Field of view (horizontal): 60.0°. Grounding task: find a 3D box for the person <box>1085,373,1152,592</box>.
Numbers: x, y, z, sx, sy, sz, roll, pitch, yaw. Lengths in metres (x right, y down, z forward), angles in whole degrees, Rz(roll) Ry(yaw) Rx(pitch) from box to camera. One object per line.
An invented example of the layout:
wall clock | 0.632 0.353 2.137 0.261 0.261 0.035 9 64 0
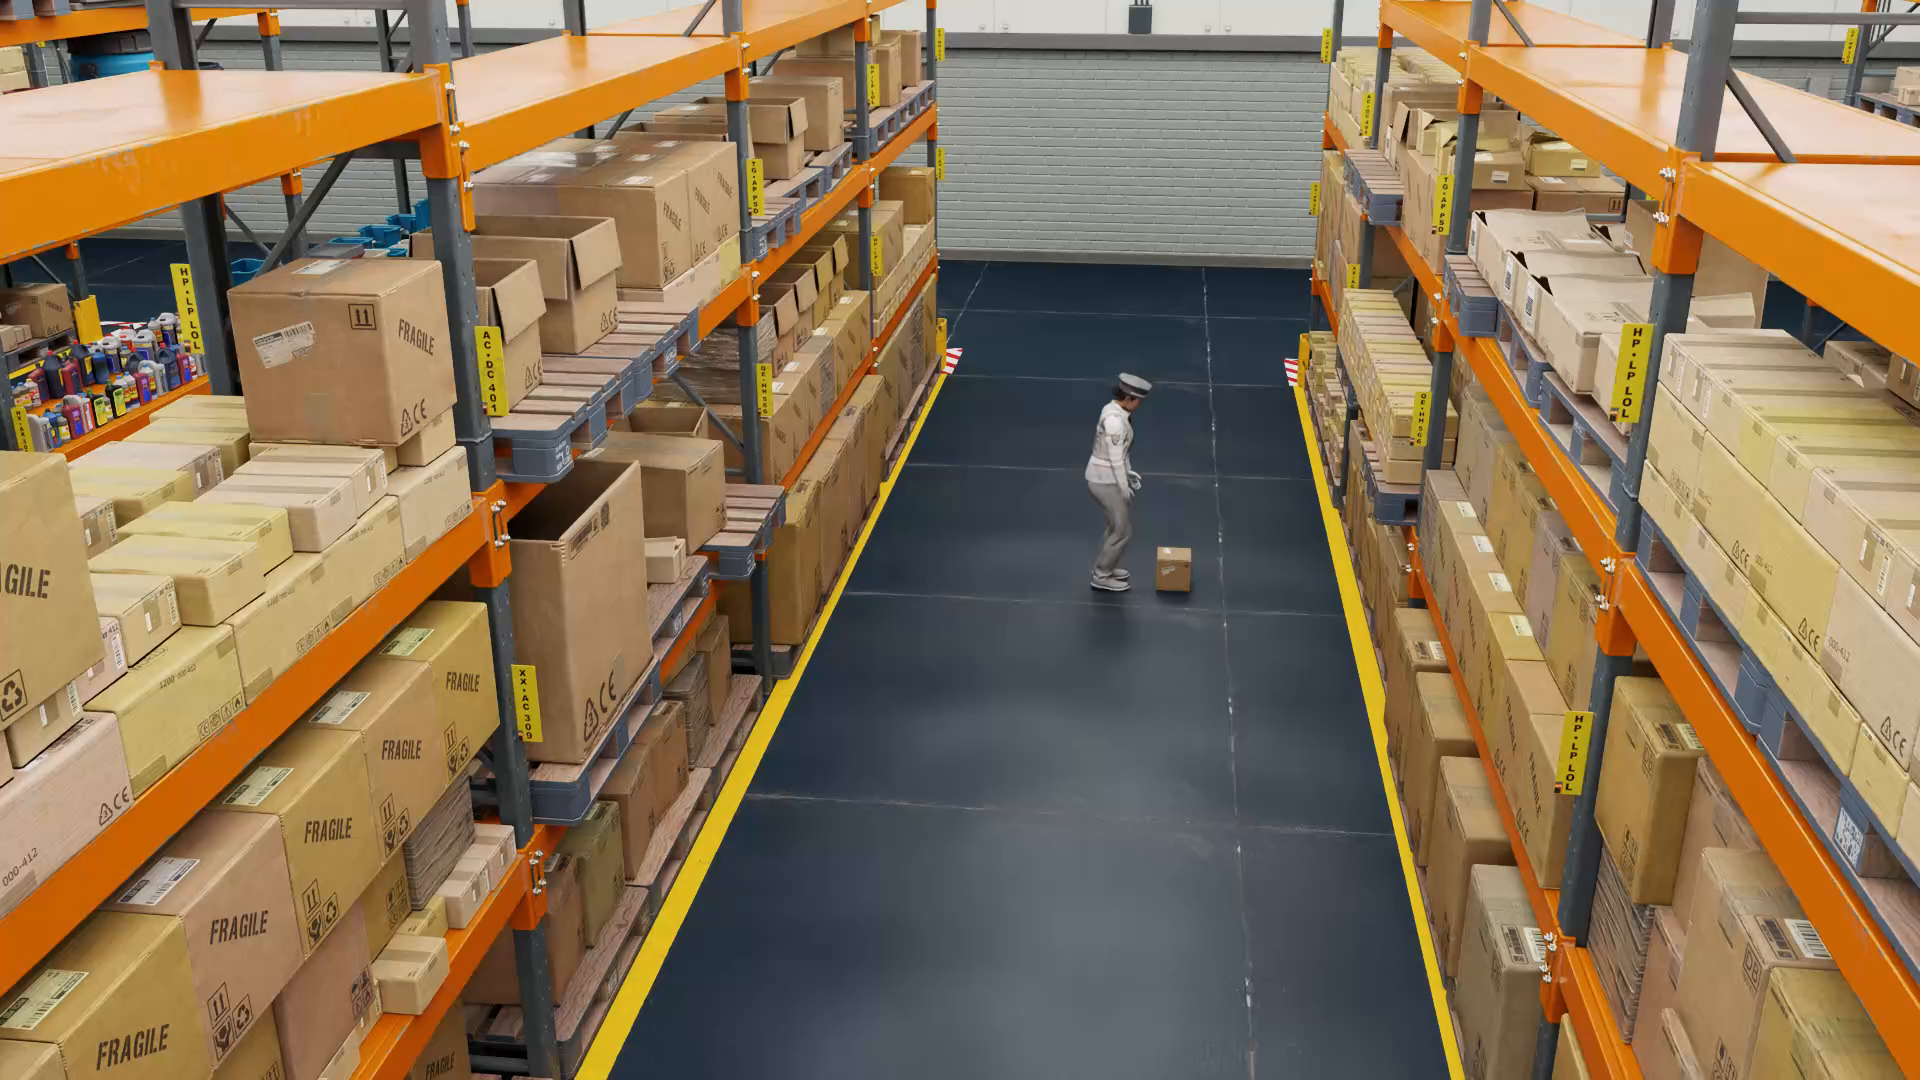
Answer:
person | 1.156 -0.438 12.289 0.465 1.615 0.504 3 22 8
